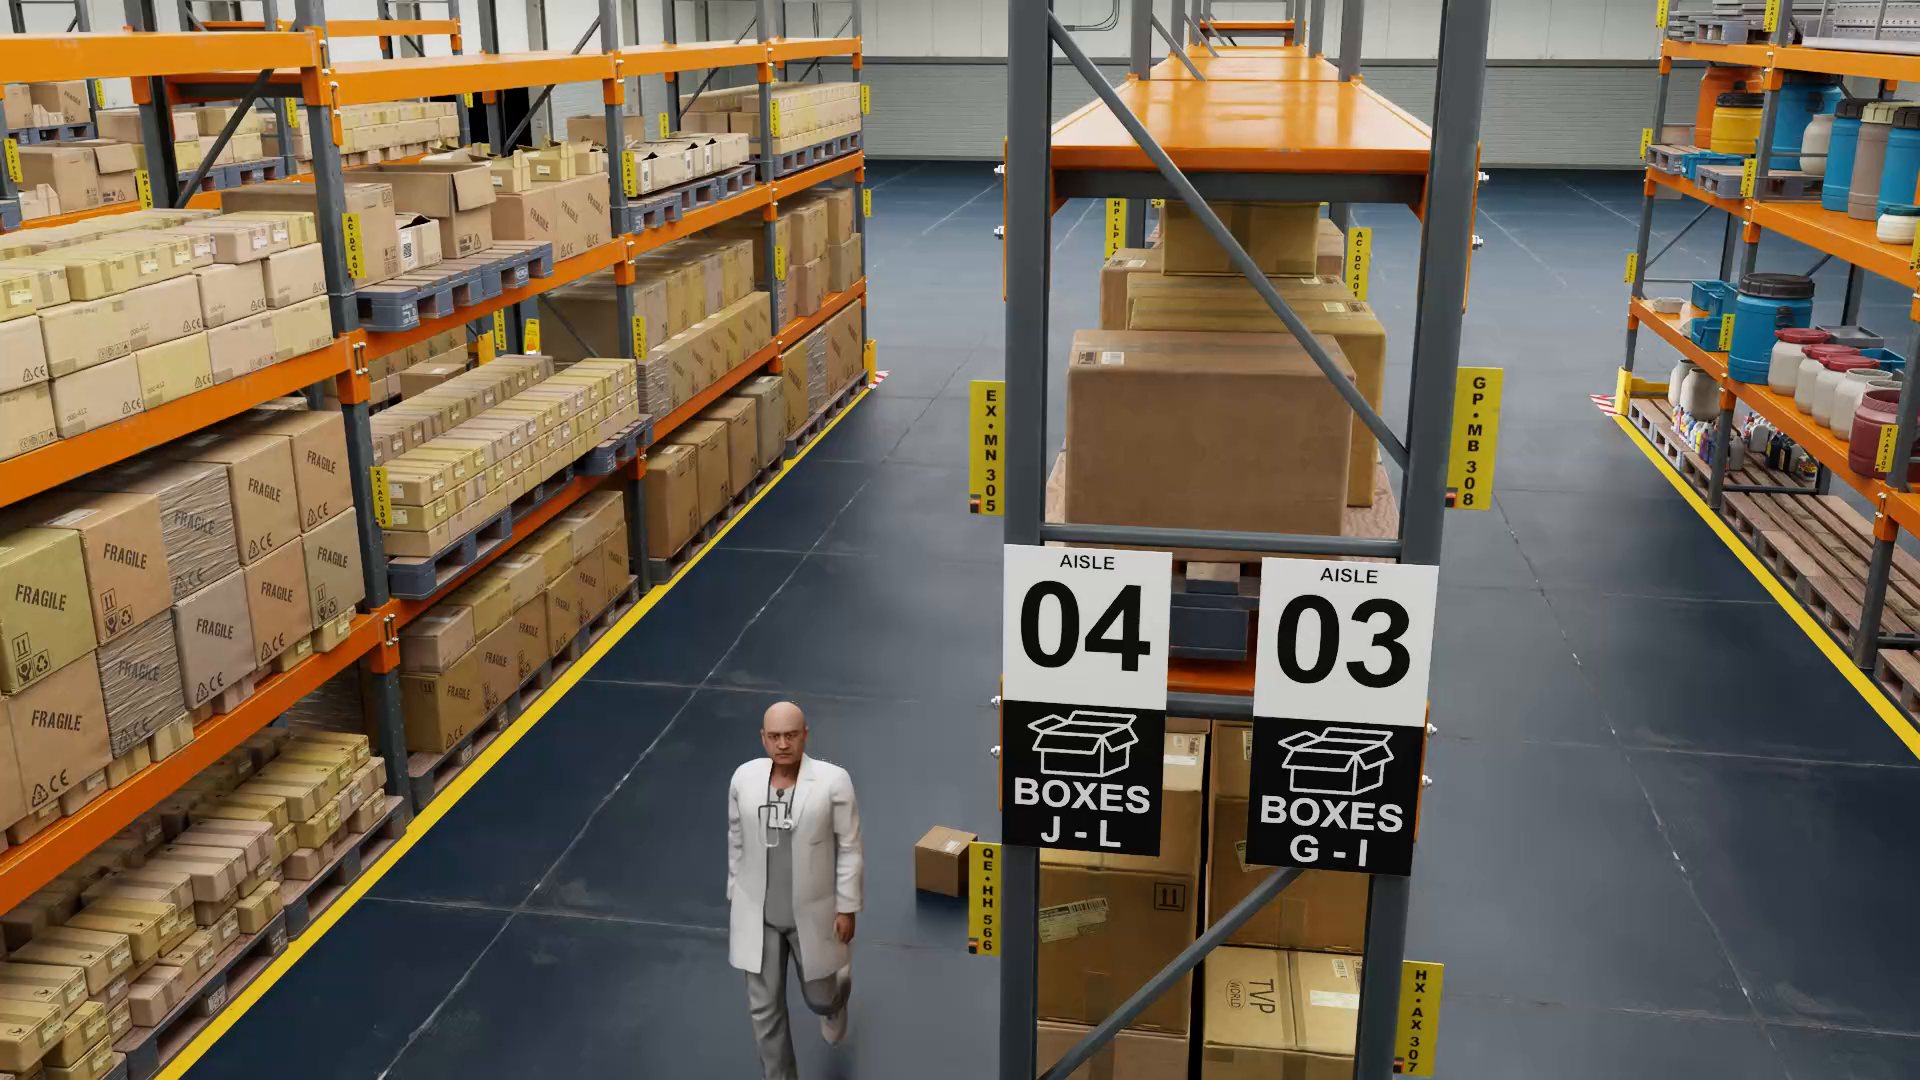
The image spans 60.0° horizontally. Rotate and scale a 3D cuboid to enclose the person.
[{"bbox_3d":[-0.682,1.487,6.867,0.593,1.749,0.873,2,18,7],"label":"person"}]
